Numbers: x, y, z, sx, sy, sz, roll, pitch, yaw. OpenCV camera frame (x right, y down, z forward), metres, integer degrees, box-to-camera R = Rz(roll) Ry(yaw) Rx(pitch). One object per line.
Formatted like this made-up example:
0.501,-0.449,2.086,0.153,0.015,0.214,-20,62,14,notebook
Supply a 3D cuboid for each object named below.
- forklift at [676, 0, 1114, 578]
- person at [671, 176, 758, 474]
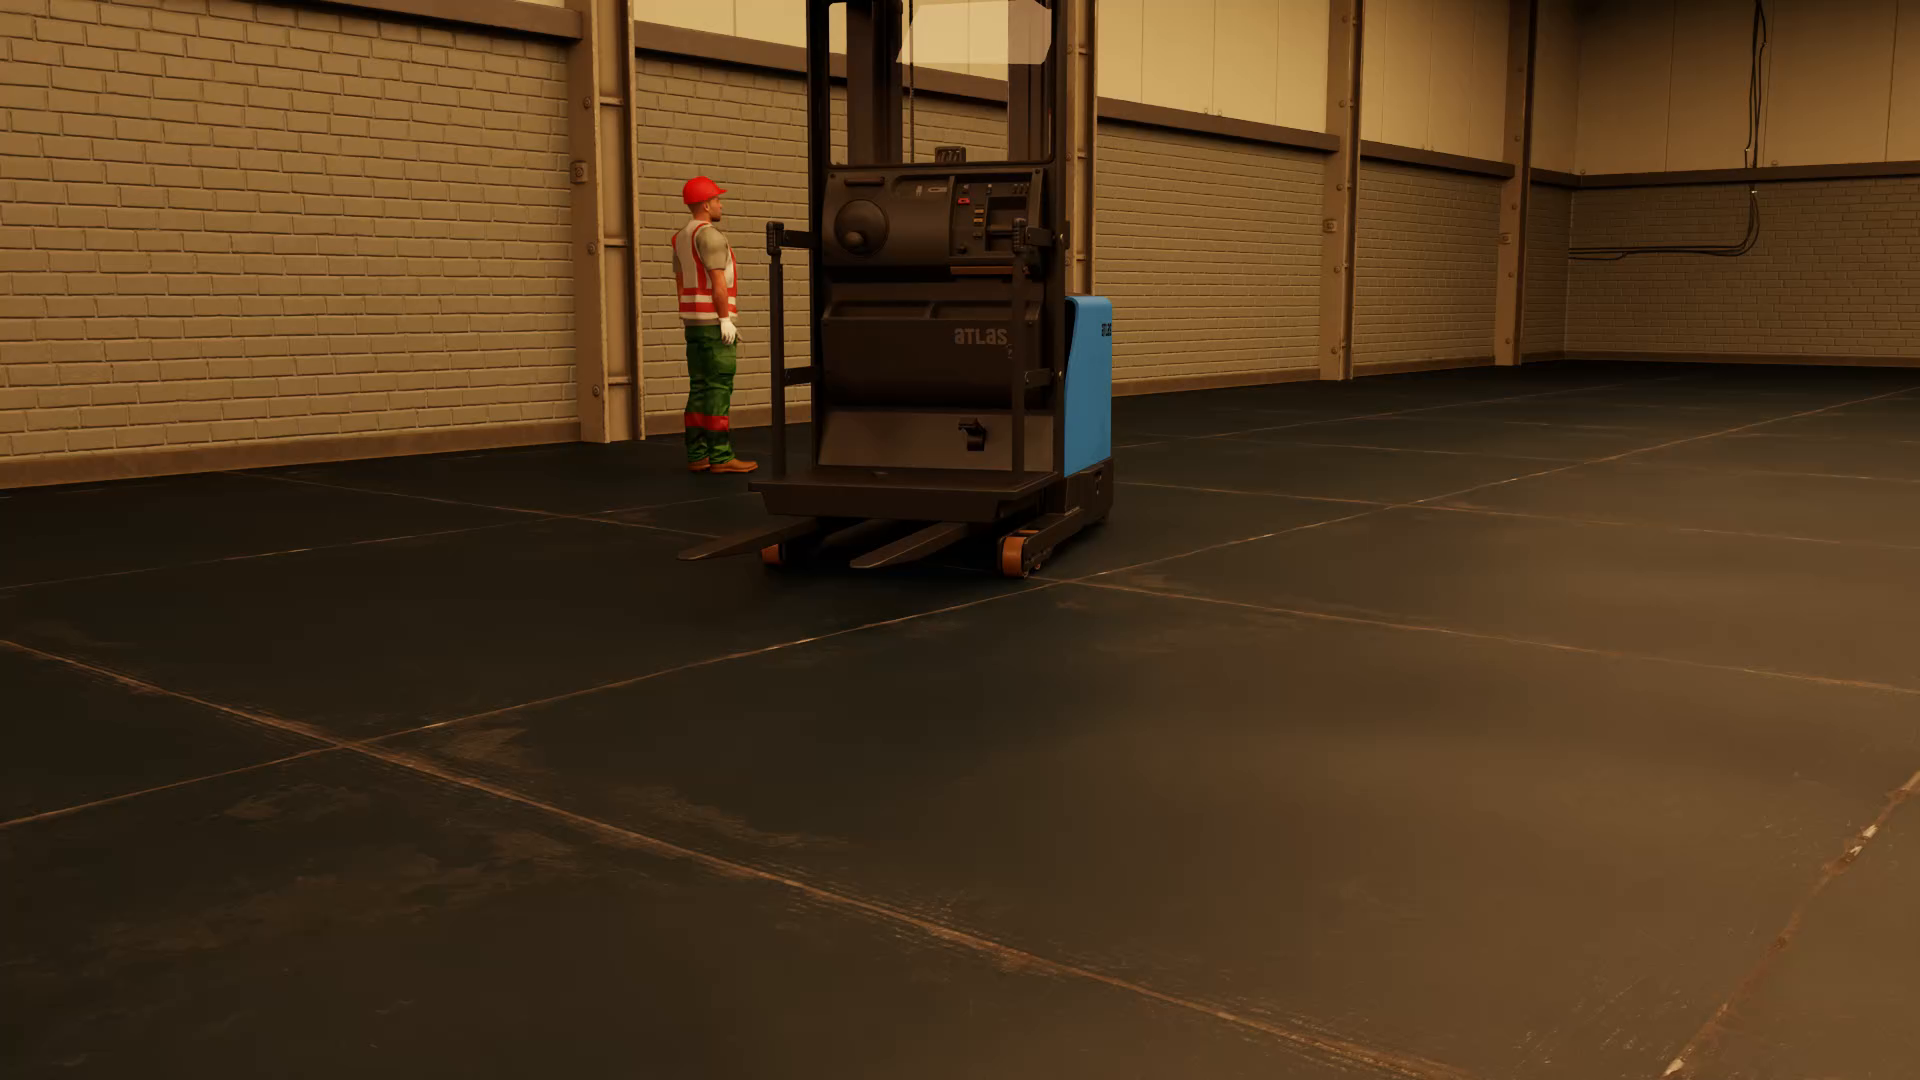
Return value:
-0.176,-1.366,6.616,1.130,2.935,3.031,3,9,17,forklift
-1.523,-1.315,10.215,0.374,1.794,0.535,-6,10,-36,person
